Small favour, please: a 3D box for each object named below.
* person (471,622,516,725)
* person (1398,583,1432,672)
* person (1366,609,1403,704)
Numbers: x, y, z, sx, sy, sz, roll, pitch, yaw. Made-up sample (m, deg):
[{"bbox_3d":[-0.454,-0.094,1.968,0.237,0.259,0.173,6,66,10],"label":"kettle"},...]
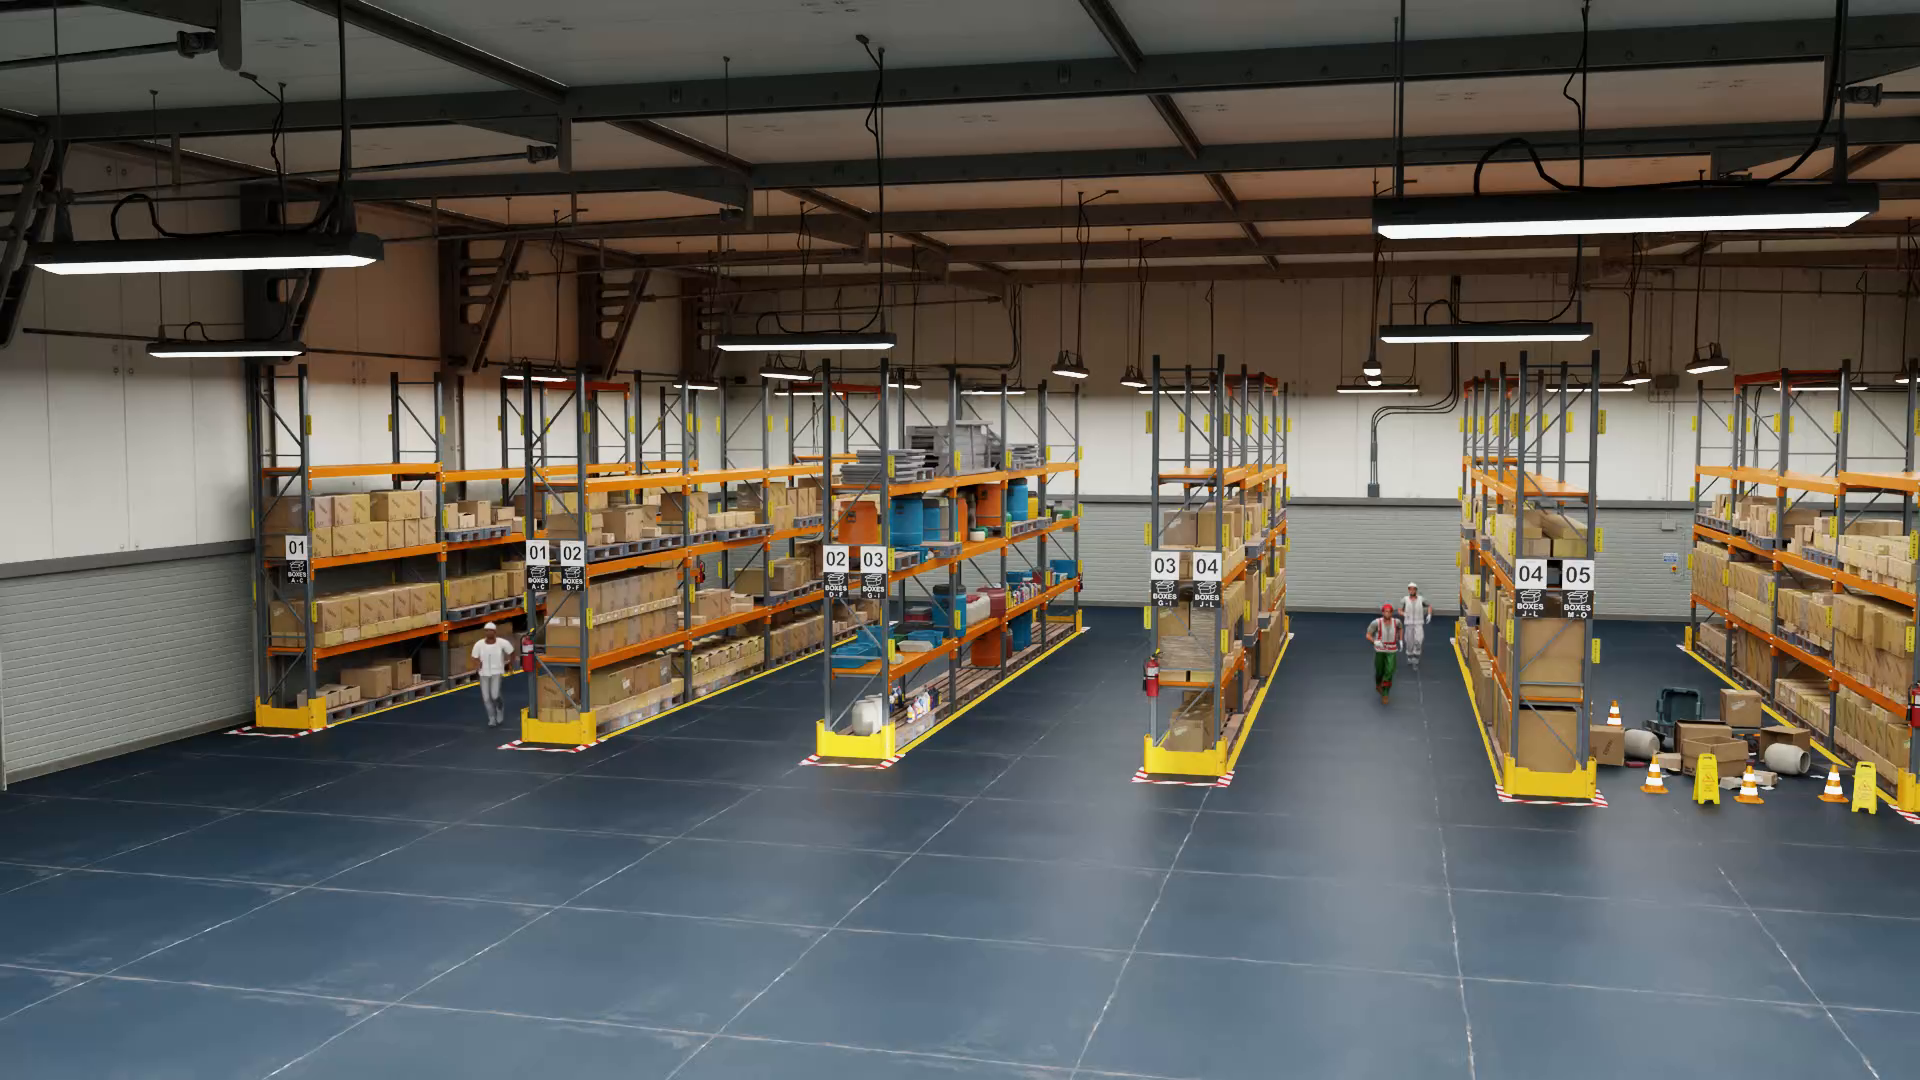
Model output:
[{"bbox_3d":[-7.756,2.229,27.533,0.685,1.723,0.613,0,4,-3],"label":"person"},{"bbox_3d":[9.315,1.774,34.101,0.666,1.802,0.766,1,4,18],"label":"person"},{"bbox_3d":[7.720,2.055,30.202,0.684,1.726,1.026,0,4,5],"label":"person"}]
